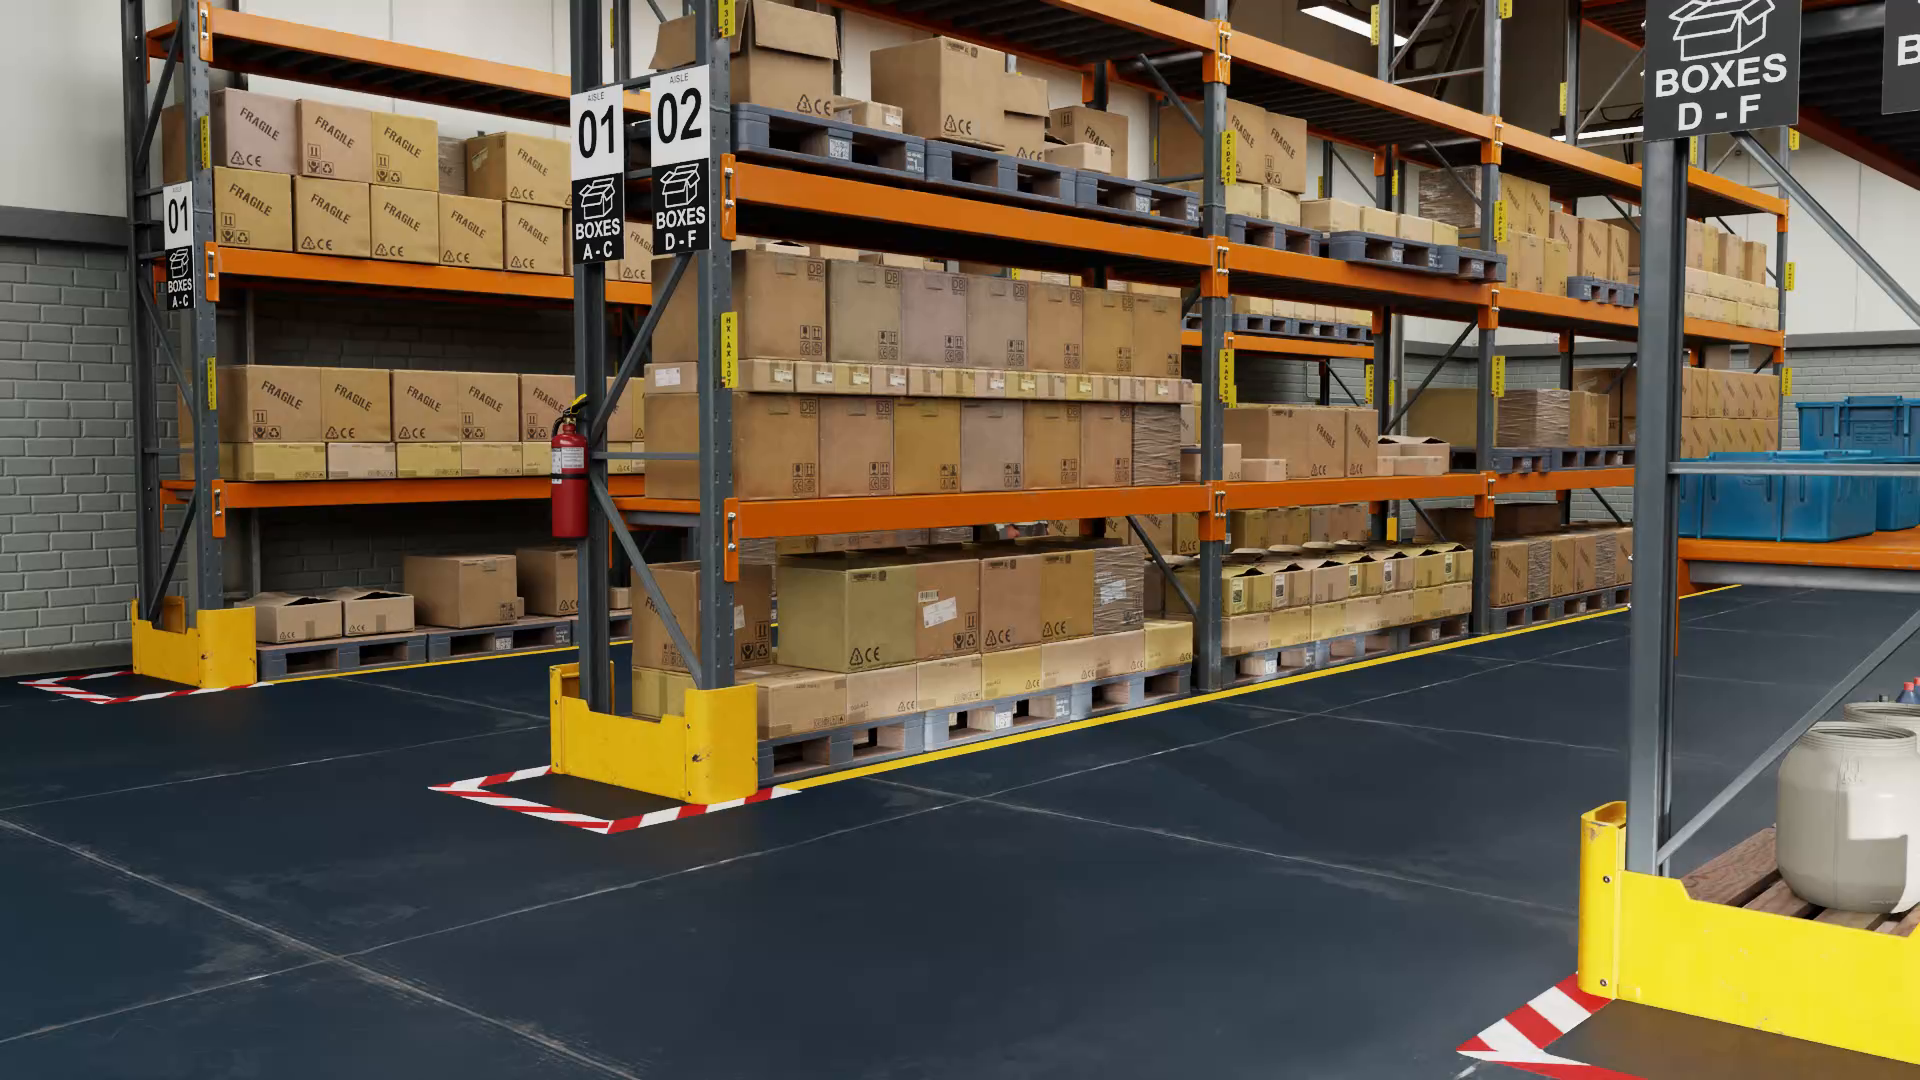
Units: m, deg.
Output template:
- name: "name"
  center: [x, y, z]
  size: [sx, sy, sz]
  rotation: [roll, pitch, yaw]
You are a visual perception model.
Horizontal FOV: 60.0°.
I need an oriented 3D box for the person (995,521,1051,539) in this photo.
- name: "person"
  center: [0.524, -0.089, 12.961]
  size: [0.475, 1.771, 0.592]
  rotation: [3, 4, 37]
